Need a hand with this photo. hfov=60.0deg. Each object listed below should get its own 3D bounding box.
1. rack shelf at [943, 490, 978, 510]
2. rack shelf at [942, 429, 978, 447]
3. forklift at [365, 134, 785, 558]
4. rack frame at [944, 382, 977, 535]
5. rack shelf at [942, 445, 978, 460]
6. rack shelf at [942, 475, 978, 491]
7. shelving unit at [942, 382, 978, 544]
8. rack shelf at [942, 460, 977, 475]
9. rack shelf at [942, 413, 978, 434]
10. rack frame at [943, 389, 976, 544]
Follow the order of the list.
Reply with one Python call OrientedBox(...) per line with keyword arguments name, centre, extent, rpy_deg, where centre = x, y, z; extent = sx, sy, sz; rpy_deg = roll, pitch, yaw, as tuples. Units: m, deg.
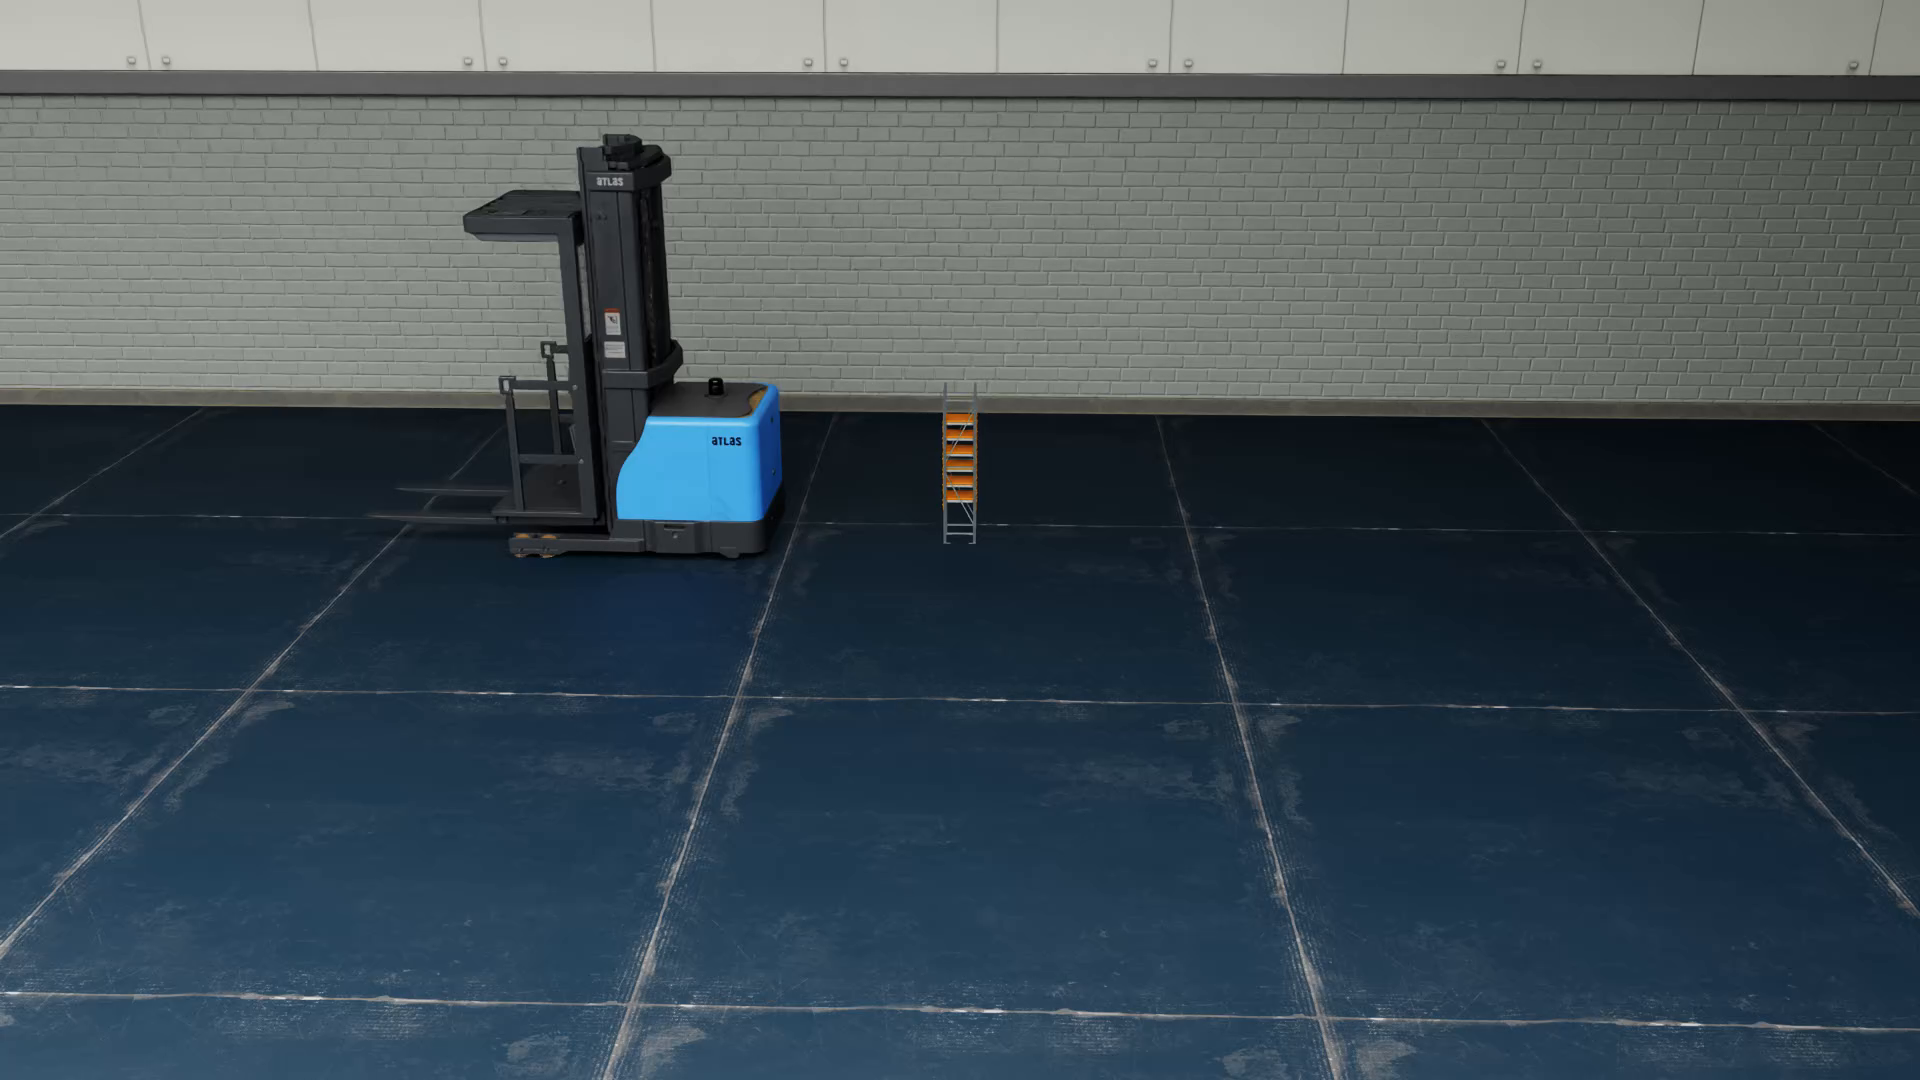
OrientedBox(name="rack shelf", centre=(0.000, -0.299, 12.428), extent=(0.258, 0.103, 0.180), rpy_deg=(1, 21, 2))
OrientedBox(name="rack shelf", centre=(0.000, -0.747, 12.255), extent=(0.258, 0.103, 0.180), rpy_deg=(1, 21, 2))
OrientedBox(name="forklift", centre=(-2.901, -1.425, 12.149), extent=(3.031, 2.935, 1.130), rpy_deg=(1, 21, 3))
OrientedBox(name="rack frame", centre=(0.003, -0.598, 12.411), extent=(0.240, 1.200, 0.006), rpy_deg=(1, 21, 2))
OrientedBox(name="rack shelf", centre=(0.000, -0.635, 12.298), extent=(0.258, 0.103, 0.180), rpy_deg=(1, 21, 2))
OrientedBox(name="rack shelf", centre=(0.000, -0.411, 12.385), extent=(0.258, 0.103, 0.180), rpy_deg=(1, 21, 2))
OrientedBox(name="shelving unit", centre=(0.000, -0.565, 12.325), extent=(0.258, 1.200, 0.189), rpy_deg=(1, 21, 2))
OrientedBox(name="rack shelf", centre=(0.000, -0.523, 12.341), extent=(0.258, 0.103, 0.180), rpy_deg=(1, 21, 2))
OrientedBox(name="rack shelf", centre=(0.000, -0.859, 12.211), extent=(0.258, 0.103, 0.180), rpy_deg=(1, 21, 2))
OrientedBox(name="rack frame", centre=(-0.002, -0.532, 12.240), extent=(0.240, 1.200, 0.006), rpy_deg=(1, 21, 2))
